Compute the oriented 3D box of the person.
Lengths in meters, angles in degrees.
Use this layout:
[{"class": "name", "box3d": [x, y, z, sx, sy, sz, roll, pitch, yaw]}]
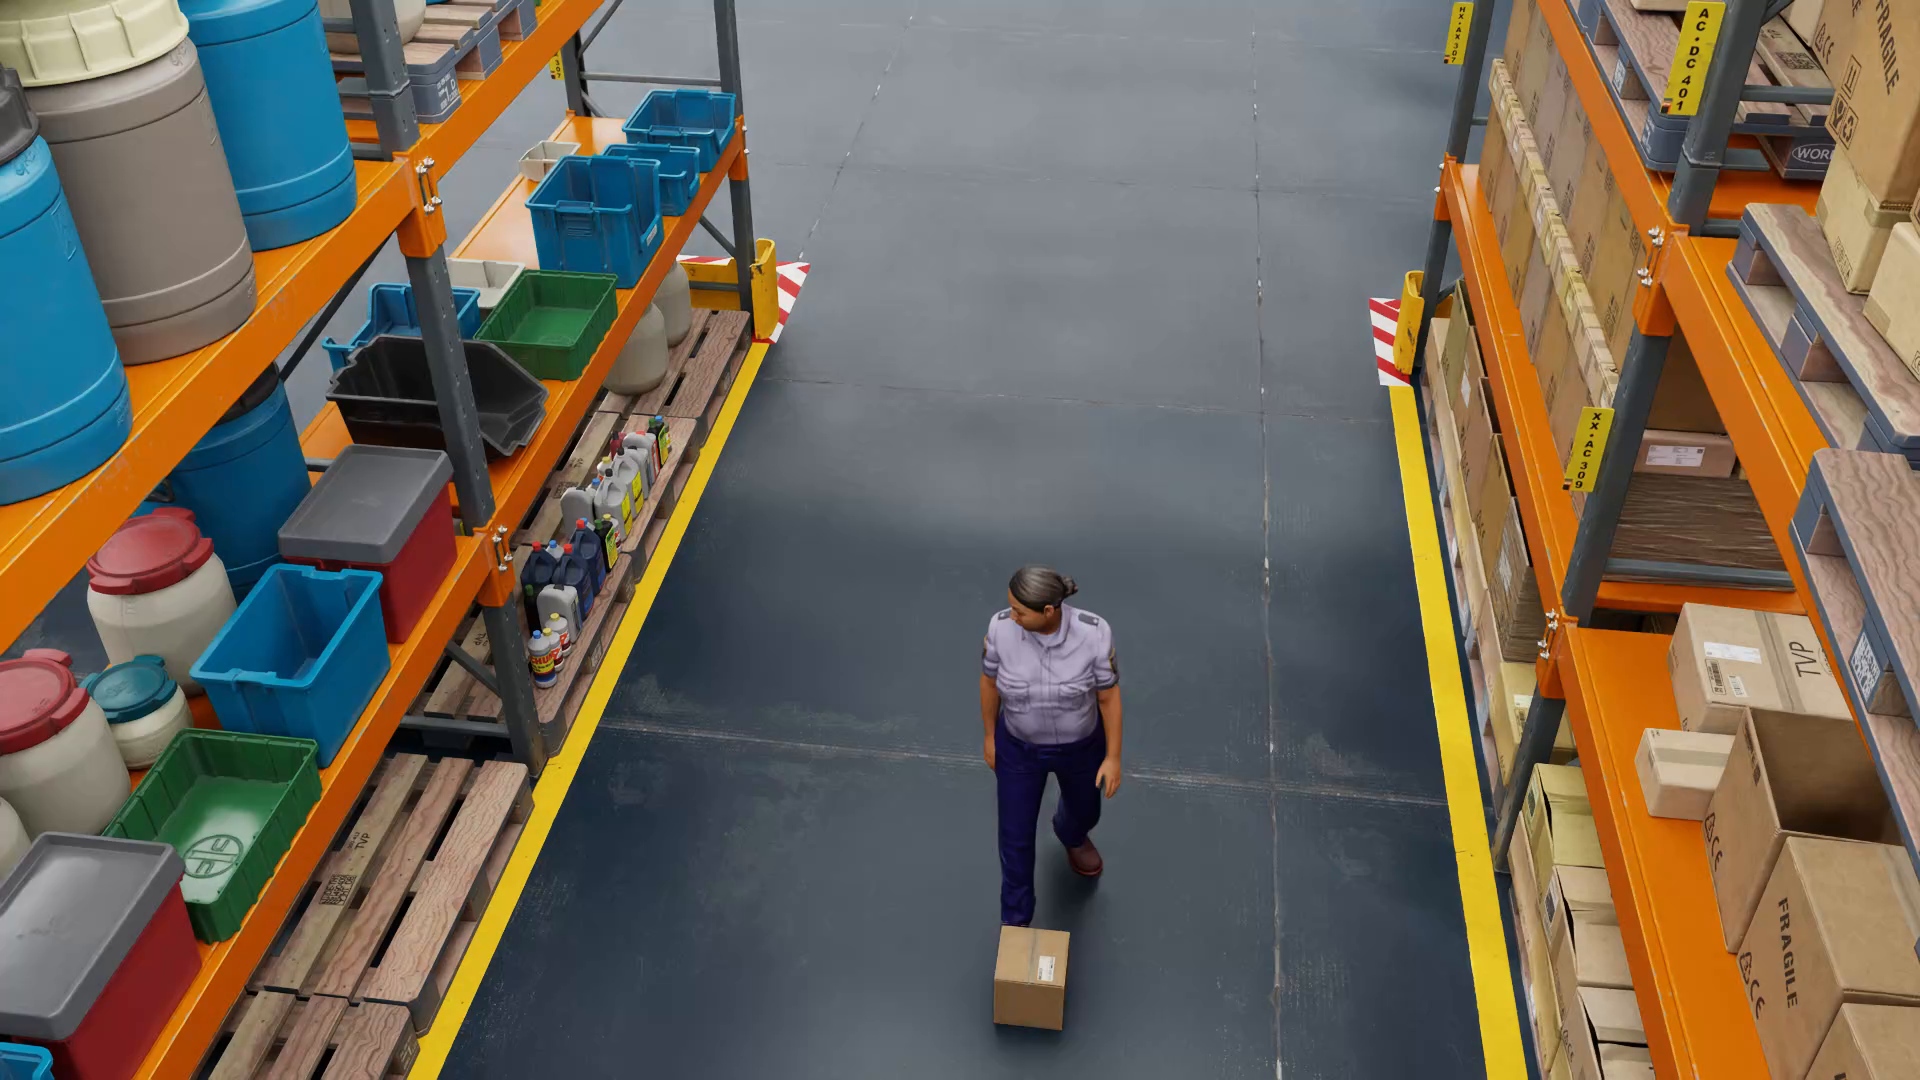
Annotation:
[{"class": "person", "box3d": [0.324, 0.756, 6.003, 0.509, 1.630, 0.740, 1, 36, 1]}]
